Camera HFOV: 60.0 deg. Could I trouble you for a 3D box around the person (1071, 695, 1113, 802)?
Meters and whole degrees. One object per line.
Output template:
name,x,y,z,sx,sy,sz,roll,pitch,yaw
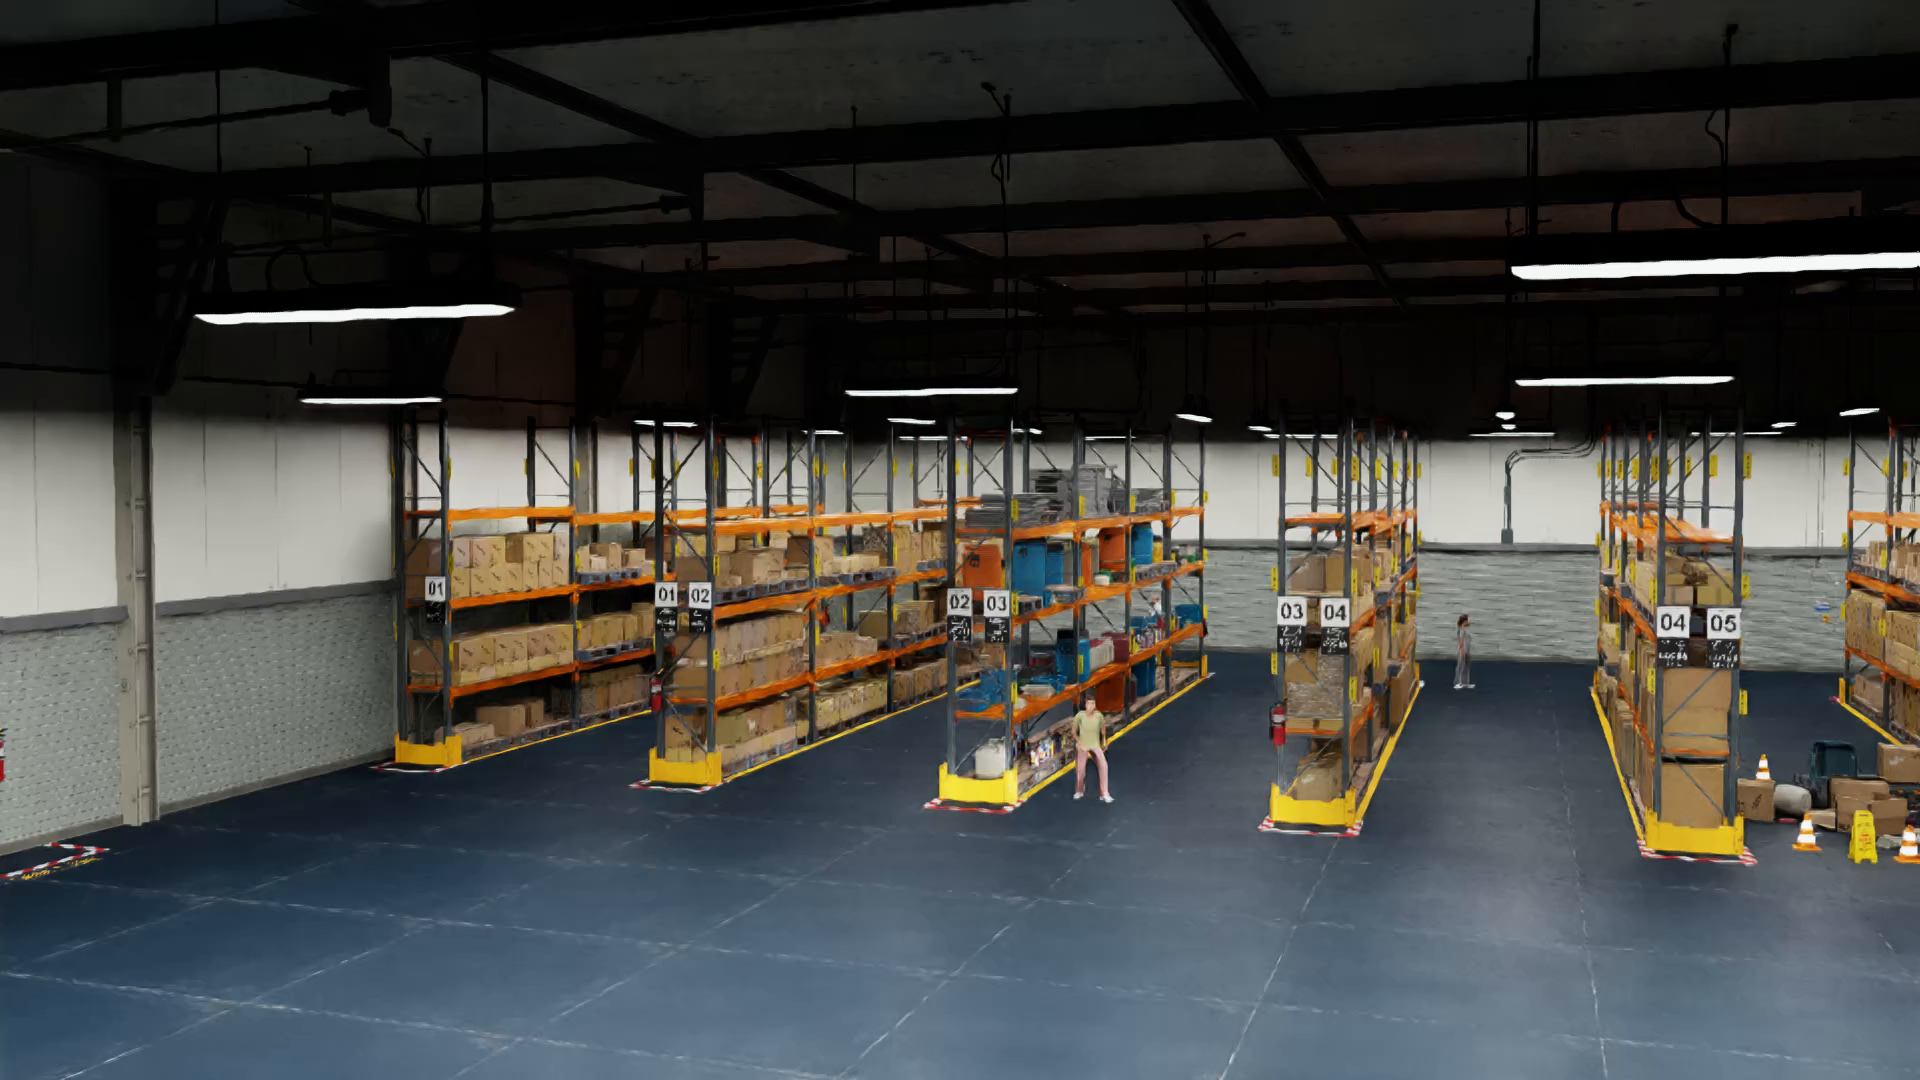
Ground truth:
person,1.959,3.116,25.005,0.612,1.614,0.774,0,2,-3

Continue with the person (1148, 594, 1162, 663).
person,5.092,2.274,42.711,0.533,1.771,0.749,-1,3,-16

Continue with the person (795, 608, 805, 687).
person,-3.672,2.448,38.239,0.468,1.794,0.625,0,2,-1

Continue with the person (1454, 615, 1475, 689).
person,11.454,2.532,37.775,0.398,1.675,0.549,2,3,35
